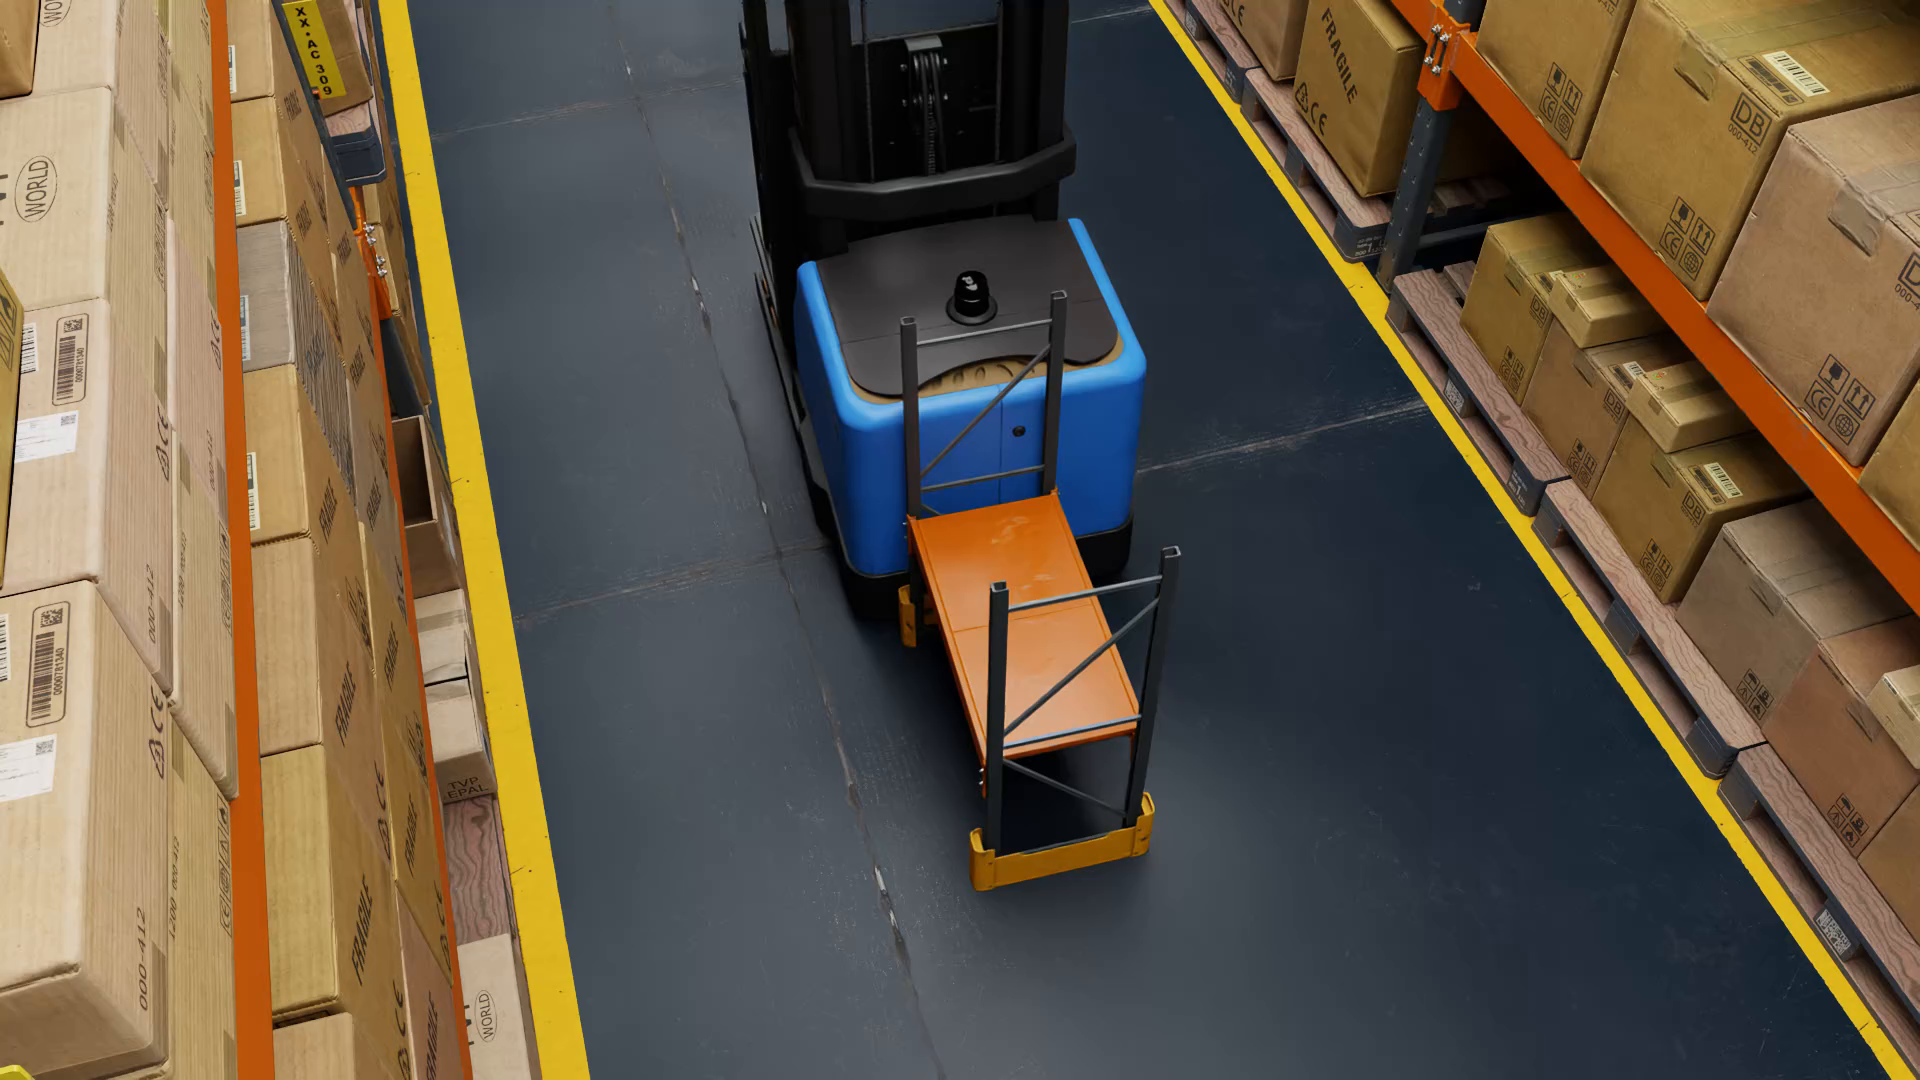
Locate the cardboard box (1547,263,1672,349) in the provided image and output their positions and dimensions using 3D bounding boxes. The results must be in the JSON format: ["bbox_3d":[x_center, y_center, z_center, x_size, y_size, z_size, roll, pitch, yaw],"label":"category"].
[{"bbox_3d":[2.343,-0.849,5.940,0.380,0.149,0.250,-12,51,-10],"label":"cardboard box"}]

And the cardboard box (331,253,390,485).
[{"bbox_3d":[-1.892,-0.398,4.558,0.500,0.500,0.500,-12,51,-10],"label":"cardboard box"}]

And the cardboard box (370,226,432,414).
[{"bbox_3d":[-2.349,-0.793,6.304,0.500,0.500,0.500,-15,52,-13],"label":"cardboard box"}]

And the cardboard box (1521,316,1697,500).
[{"bbox_3d":[2.561,-0.564,6.124,0.700,0.500,0.500,-14,51,-11],"label":"cardboard box"}]

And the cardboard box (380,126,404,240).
[{"bbox_3d":[-2.658,-1.547,6.939,0.500,0.500,0.500,-13,51,-11],"label":"cardboard box"}]

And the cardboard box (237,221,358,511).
[{"bbox_3d":[-1.739,-0.351,3.864,0.500,0.500,0.500,-13,51,-11],"label":"cardboard box"}]

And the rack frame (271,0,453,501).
[{"bbox_3d":[-2.439,-1.049,5.172,1.000,3.000,0.127,-13,51,-11],"label":"rack frame"}]

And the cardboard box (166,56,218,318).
[{"bbox_3d":[-1.604,-0.575,2.909,0.500,0.250,0.500,-13,51,-11],"label":"cardboard box"}]

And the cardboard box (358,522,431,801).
[{"bbox_3d":[-1.585,0.349,3.929,0.500,0.500,0.500,-13,51,-10],"label":"cardboard box"}]

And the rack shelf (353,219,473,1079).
[{"bbox_3d":[-1.847,0.644,4.216,1.077,0.370,4.000,-13,51,-11],"label":"rack shelf"}]

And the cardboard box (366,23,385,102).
[{"bbox_3d":[-2.968,-2.298,7.573,0.500,0.500,0.500,-15,51,-12],"label":"cardboard box"}]

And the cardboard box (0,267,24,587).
[{"bbox_3d":[-1.490,-0.204,1.779,0.700,0.500,0.500,-13,51,-11],"label":"cardboard box"}]

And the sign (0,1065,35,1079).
[{"bbox_3d":[-0.737,0.502,1.332,0.100,0.325,0.005,-13,51,-11],"label":"sign"}]

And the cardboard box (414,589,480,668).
[{"bbox_3d":[-1.831,0.341,5.578,0.380,0.149,0.250,-13,51,-11],"label":"cardboard box"}]

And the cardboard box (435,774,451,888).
[{"bbox_3d":[-1.878,0.985,4.803,0.797,0.503,0.637,-13,51,-11],"label":"cardboard box"}]

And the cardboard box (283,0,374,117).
[{"bbox_3d":[-2.365,-1.613,5.308,0.700,0.500,0.500,-30,56,-23],"label":"cardboard box"}]

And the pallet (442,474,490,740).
[{"bbox_3d":[-2.236,0.352,5.815,1.003,0.211,1.213,-13,51,-11],"label":"pallet"}]

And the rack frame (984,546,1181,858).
[{"bbox_3d":[0.321,0.557,4.800,0.500,1.500,0.032,-11,51,-9],"label":"rack frame"}]

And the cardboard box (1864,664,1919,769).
[{"bbox_3d":[2.884,0.484,4.816,0.380,0.149,0.250,-12,51,-10],"label":"cardboard box"}]

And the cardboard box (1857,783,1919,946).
[{"bbox_3d":[3.173,0.932,4.863,0.700,0.500,0.500,-13,51,-11],"label":"cardboard box"}]

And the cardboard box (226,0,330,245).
[{"bbox_3d":[-2.042,-1.092,4.490,0.500,0.500,0.500,-13,51,-11],"label":"cardboard box"}]

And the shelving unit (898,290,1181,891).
[{"bbox_3d":[0.198,0.187,5.112,0.587,1.500,1.083,-11,51,-9],"label":"shelving unit"}]

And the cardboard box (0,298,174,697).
[{"bbox_3d":[-1.300,-0.008,2.104,0.500,0.250,0.500,-13,51,-11],"label":"cardboard box"}]

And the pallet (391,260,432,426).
[{"bbox_3d":[-2.715,-0.735,6.732,1.003,0.211,1.213,-13,51,-11],"label":"pallet"}]

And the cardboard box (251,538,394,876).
[{"bbox_3d":[-1.440,0.388,3.242,0.500,0.500,0.500,-13,51,-10],"label":"cardboard box"}]

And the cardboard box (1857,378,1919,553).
[{"bbox_3d":[3.089,-0.246,4.299,0.980,0.700,0.700,-14,51,-11],"label":"cardboard box"}]

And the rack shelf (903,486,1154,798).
[{"bbox_3d":[0.196,0.296,5.255,0.538,0.185,1.000,-11,51,-9],"label":"rack shelf"}]

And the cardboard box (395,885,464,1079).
[{"bbox_3d":[-1.293,1.081,3.311,0.500,0.500,0.500,-14,51,-11],"label":"cardboard box"}]

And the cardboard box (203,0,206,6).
[{"bbox_3d":[-1.903,-1.304,3.524,0.500,0.250,0.500,-13,51,-11],"label":"cardboard box"}]

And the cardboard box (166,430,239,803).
[{"bbox_3d":[-1.300,0.154,2.295,0.500,0.250,0.500,-13,51,-11],"label":"cardboard box"}]

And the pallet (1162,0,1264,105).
[{"bbox_3d":[1.628,-2.712,8.398,1.003,0.211,1.213,-13,51,-11],"label":"pallet"}]

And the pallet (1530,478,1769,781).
[{"bbox_3d":[2.807,0.193,5.949,1.003,0.211,1.213,-13,51,-11],"label":"pallet"}]

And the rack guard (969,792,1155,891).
[{"bbox_3d":[0.320,0.959,5.278,0.587,0.250,0.087,-11,51,-9],"label":"rack guard"}]

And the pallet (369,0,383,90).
[{"bbox_3d":[-3.437,-2.517,8.234,1.003,0.211,1.213,-13,51,-11],"label":"pallet"}]

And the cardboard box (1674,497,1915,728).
[{"bbox_3d":[2.875,0.199,5.480,0.700,0.500,0.500,-15,51,-12],"label":"cardboard box"}]

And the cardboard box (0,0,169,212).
[{"bbox_3d":[-1.598,-0.737,2.719,0.500,0.250,0.500,-13,51,-11],"label":"cardboard box"}]

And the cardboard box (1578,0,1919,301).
[{"bbox_3d":[2.648,-1.334,5.216,0.980,0.700,0.700,-14,51,-12],"label":"cardboard box"}]

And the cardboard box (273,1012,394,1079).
[{"bbox_3d":[-1.135,1.135,2.612,0.500,0.500,0.500,-12,51,-10],"label":"cardboard box"}]

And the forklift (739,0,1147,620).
[{"bbox_3d":[-0.236,-1.817,5.865,1.130,2.935,3.031,-11,51,-9],"label":"forklift"}]

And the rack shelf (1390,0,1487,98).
[{"bbox_3d":[1.701,-3.400,7.625,1.077,0.370,4.000,-13,51,-11],"label":"rack shelf"}]

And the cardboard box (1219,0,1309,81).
[{"bbox_3d":[1.710,-2.708,7.702,0.750,0.750,0.750,-12,51,-10],"label":"cardboard box"}]
